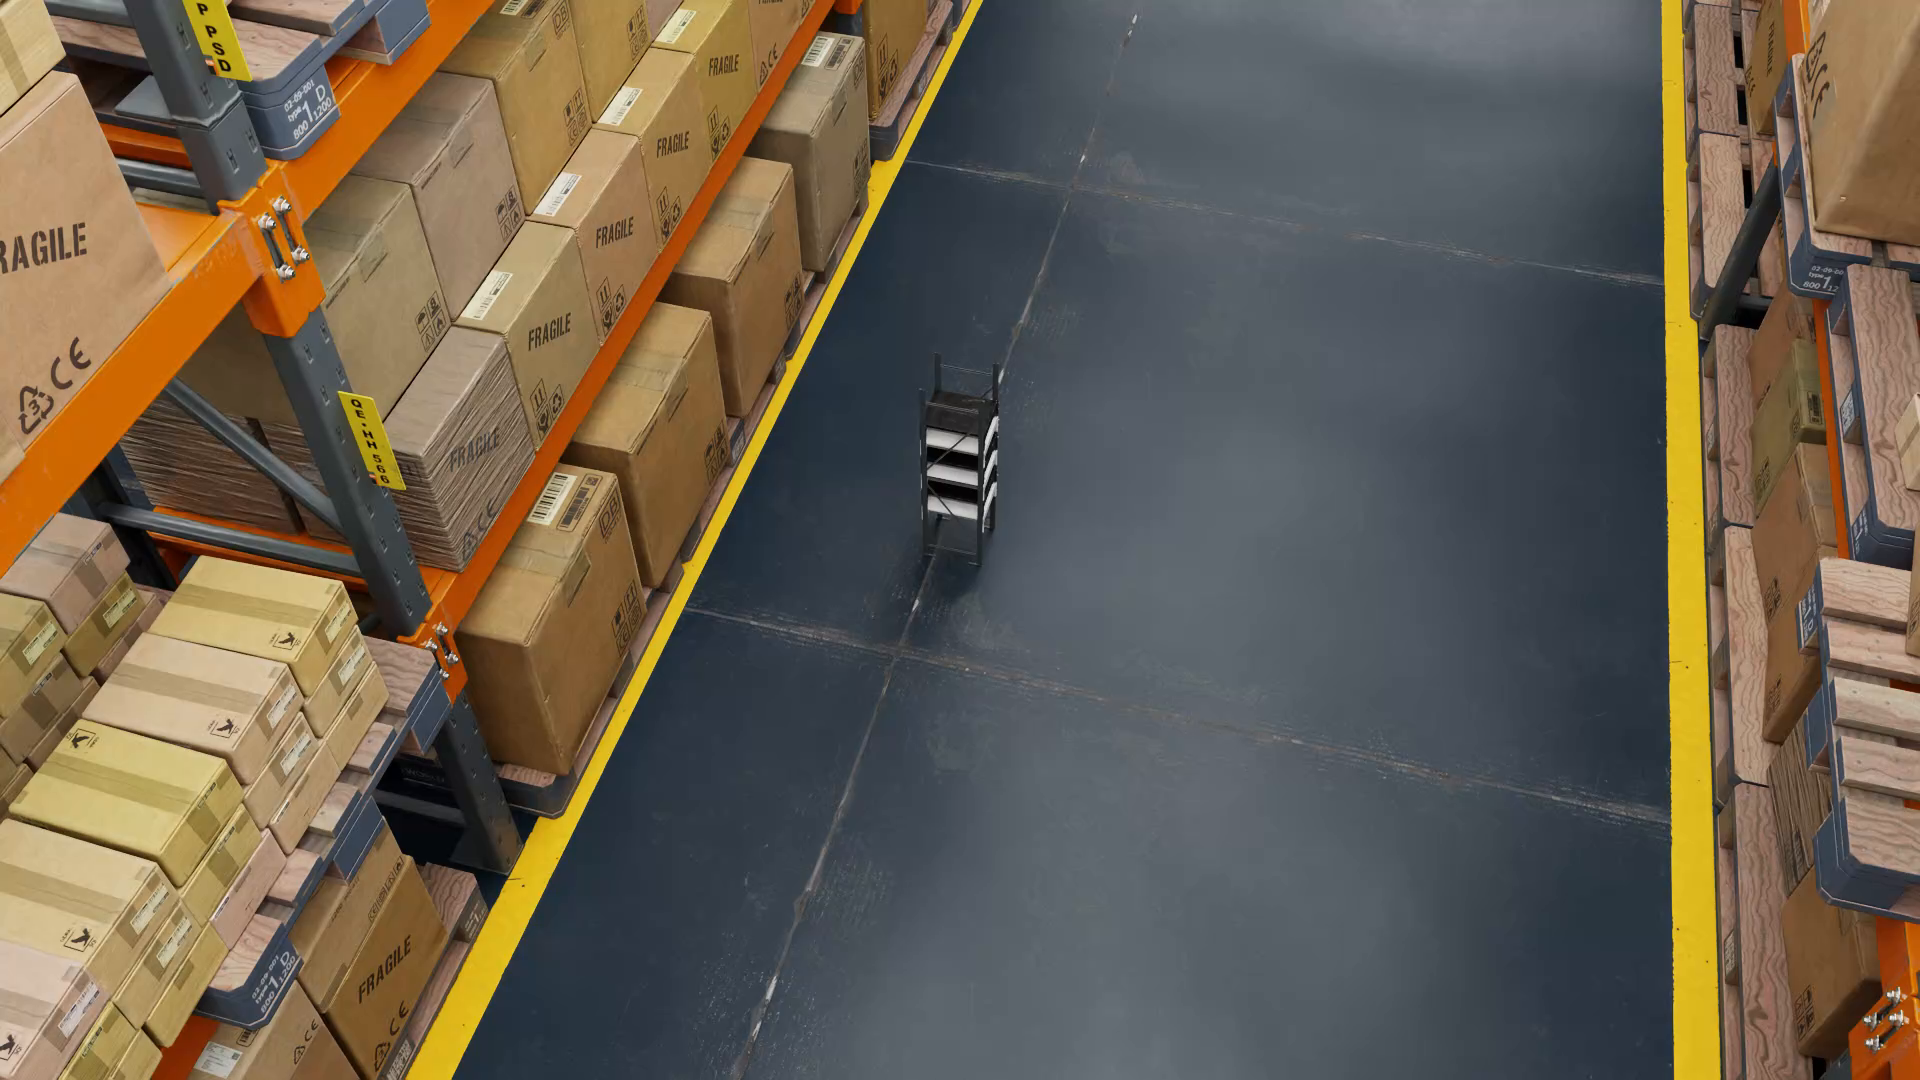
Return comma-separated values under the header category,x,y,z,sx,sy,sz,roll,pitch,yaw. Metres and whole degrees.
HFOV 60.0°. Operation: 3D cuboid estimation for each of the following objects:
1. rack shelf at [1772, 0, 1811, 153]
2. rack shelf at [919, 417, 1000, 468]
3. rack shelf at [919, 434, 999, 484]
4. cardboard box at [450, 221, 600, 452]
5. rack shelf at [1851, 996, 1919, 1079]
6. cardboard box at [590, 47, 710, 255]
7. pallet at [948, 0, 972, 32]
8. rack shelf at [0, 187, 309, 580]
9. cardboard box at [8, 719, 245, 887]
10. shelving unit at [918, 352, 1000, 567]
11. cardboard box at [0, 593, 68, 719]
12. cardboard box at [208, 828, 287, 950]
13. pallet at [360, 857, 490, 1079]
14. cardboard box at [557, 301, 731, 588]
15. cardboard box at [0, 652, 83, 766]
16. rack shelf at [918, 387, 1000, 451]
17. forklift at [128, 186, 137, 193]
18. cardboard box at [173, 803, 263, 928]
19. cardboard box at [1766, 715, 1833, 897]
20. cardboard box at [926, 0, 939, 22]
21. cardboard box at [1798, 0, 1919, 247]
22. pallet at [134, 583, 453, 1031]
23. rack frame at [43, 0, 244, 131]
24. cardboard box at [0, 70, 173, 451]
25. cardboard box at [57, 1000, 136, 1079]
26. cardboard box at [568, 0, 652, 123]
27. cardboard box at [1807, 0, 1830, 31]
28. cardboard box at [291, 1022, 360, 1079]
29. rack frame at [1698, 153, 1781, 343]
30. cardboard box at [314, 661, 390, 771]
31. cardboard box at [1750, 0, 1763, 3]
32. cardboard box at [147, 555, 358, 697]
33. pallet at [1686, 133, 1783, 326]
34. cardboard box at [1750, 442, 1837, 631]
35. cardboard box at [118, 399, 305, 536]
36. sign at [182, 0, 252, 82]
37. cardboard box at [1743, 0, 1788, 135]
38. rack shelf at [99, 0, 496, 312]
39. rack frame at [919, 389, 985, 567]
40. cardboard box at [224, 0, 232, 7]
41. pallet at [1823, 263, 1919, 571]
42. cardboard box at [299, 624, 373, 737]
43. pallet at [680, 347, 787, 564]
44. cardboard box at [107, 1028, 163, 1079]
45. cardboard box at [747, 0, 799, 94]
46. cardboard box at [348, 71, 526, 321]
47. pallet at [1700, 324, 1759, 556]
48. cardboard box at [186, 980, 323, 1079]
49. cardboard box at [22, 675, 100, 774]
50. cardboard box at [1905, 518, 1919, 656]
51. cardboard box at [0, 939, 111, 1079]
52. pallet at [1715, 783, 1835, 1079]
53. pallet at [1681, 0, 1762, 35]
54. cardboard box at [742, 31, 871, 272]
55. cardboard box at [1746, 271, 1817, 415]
category,x,y,z,sx,sy,sz,roll,pitch,yaw
rack shelf,4.338,-3.039,7.830,1.077,0.370,4.000,12,50,10
rack shelf,-0.002,-0.389,6.216,0.258,0.077,0.200,12,50,10
rack shelf,-0.002,-0.329,6.284,0.258,0.077,0.200,12,50,10
cardboard box,-1.490,-0.662,5.185,0.500,0.500,0.500,11,50,10
rack shelf,2.232,2.748,2.723,1.077,0.370,4.000,12,50,10
cardboard box,-1.224,-1.386,5.825,0.500,0.500,0.500,11,50,10
pallet,-0.352,-3.379,9.510,1.003,0.211,1.213,12,50,10
rack shelf,-2.526,0.703,2.526,1.077,0.370,4.000,12,50,10
cardboard box,-1.824,0.574,3.652,0.380,0.149,0.250,13,50,11
shelving unit,-0.002,-0.292,6.326,0.258,0.900,0.210,12,50,10
cardboard box,-2.376,0.250,3.939,0.380,0.149,0.250,10,49,9
cardboard box,-1.820,0.768,3.877,0.380,0.149,0.250,12,50,11
pallet,-2.207,1.499,5.205,1.003,0.211,1.213,12,50,10
cardboard box,-1.526,-0.439,6.276,1.050,0.750,0.750,12,50,11
cardboard box,-2.390,0.364,4.036,0.380,0.149,0.250,14,50,12
rack shelf,-0.002,-0.449,6.149,0.258,0.077,0.200,12,50,10
forklift,-3.034,-2.329,6.770,1.130,2.935,3.031,-6,49,-6
cardboard box,-1.826,0.689,3.750,0.380,0.149,0.250,13,50,11
cardboard box,3.049,0.852,5.290,0.700,0.500,0.500,8,49,7
cardboard box,-0.480,-3.412,8.816,0.875,0.875,0.875,12,50,10
cardboard box,3.467,-1.620,5.418,1.000,1.000,1.000,12,50,10
pallet,-2.085,0.611,4.257,1.213,0.211,1.003,12,50,10
rack frame,-2.000,-1.974,2.409,1.000,3.000,0.127,12,50,10
cardboard box,-1.905,-0.551,3.087,0.500,0.500,0.500,12,50,10
cardboard box,-1.960,1.049,3.431,0.380,0.149,0.250,11,50,10
cardboard box,-1.473,-1.783,5.508,0.700,0.500,0.500,11,50,10
cardboard box,3.660,-2.139,6.724,0.380,0.149,0.250,12,50,10
cardboard box,-2.061,1.602,4.641,0.500,0.500,0.500,13,50,12
rack frame,3.812,-1.830,6.283,1.000,3.000,0.127,12,50,10
cardboard box,-1.686,0.403,4.200,0.380,0.149,0.250,12,50,11
cardboard box,4.560,-3.148,8.833,0.500,0.500,0.500,24,53,20
cardboard box,-1.686,0.204,3.979,0.380,0.149,0.250,10,49,9
pallet,3.954,-1.400,7.764,1.003,0.211,1.213,12,50,10
cardboard box,3.339,0.037,6.009,0.700,0.500,0.500,8,49,7
cardboard box,-2.140,-0.401,4.955,0.500,0.500,0.500,12,50,10
sign,-1.477,-1.044,3.244,0.100,0.325,0.005,12,50,10
cardboard box,4.186,-2.304,8.088,0.500,0.500,0.500,8,49,7
rack shelf,-1.473,-2.190,5.080,1.077,0.370,4.000,12,50,10
rack frame,-0.029,-0.218,6.261,0.240,0.900,0.006,12,50,10
cardboard box,-1.758,-1.280,3.618,0.380,0.149,0.250,10,49,9
pallet,3.240,-0.313,5.073,1.003,0.211,1.213,12,50,10
cardboard box,-1.690,0.304,4.089,0.380,0.149,0.250,12,50,11
pallet,-1.396,-0.501,6.970,1.003,0.211,1.213,12,50,10
cardboard box,-1.959,1.143,3.547,0.380,0.149,0.250,10,49,8
cardboard box,-0.959,-2.119,6.472,0.500,0.500,0.500,11,50,10
cardboard box,-1.740,-1.041,4.854,0.700,0.500,0.500,11,49,9
pallet,3.608,-0.344,6.832,1.003,0.211,1.213,12,50,10
cardboard box,-2.049,1.365,4.350,0.500,0.250,0.500,12,50,11
cardboard box,-2.383,0.433,4.173,0.380,0.149,0.250,14,50,12
cardboard box,2.913,0.069,4.260,0.700,0.500,0.500,18,51,16
cardboard box,-1.959,0.941,3.328,0.380,0.149,0.250,12,50,10
pallet,2.966,1.421,5.274,1.003,0.211,1.213,12,50,10
pallet,4.596,-3.165,9.321,1.003,0.211,1.213,12,50,10
cardboard box,-1.024,-1.810,7.486,1.050,0.750,0.750,11,50,10
cardboard box,3.629,-0.709,6.667,0.700,0.500,0.500,8,49,7
